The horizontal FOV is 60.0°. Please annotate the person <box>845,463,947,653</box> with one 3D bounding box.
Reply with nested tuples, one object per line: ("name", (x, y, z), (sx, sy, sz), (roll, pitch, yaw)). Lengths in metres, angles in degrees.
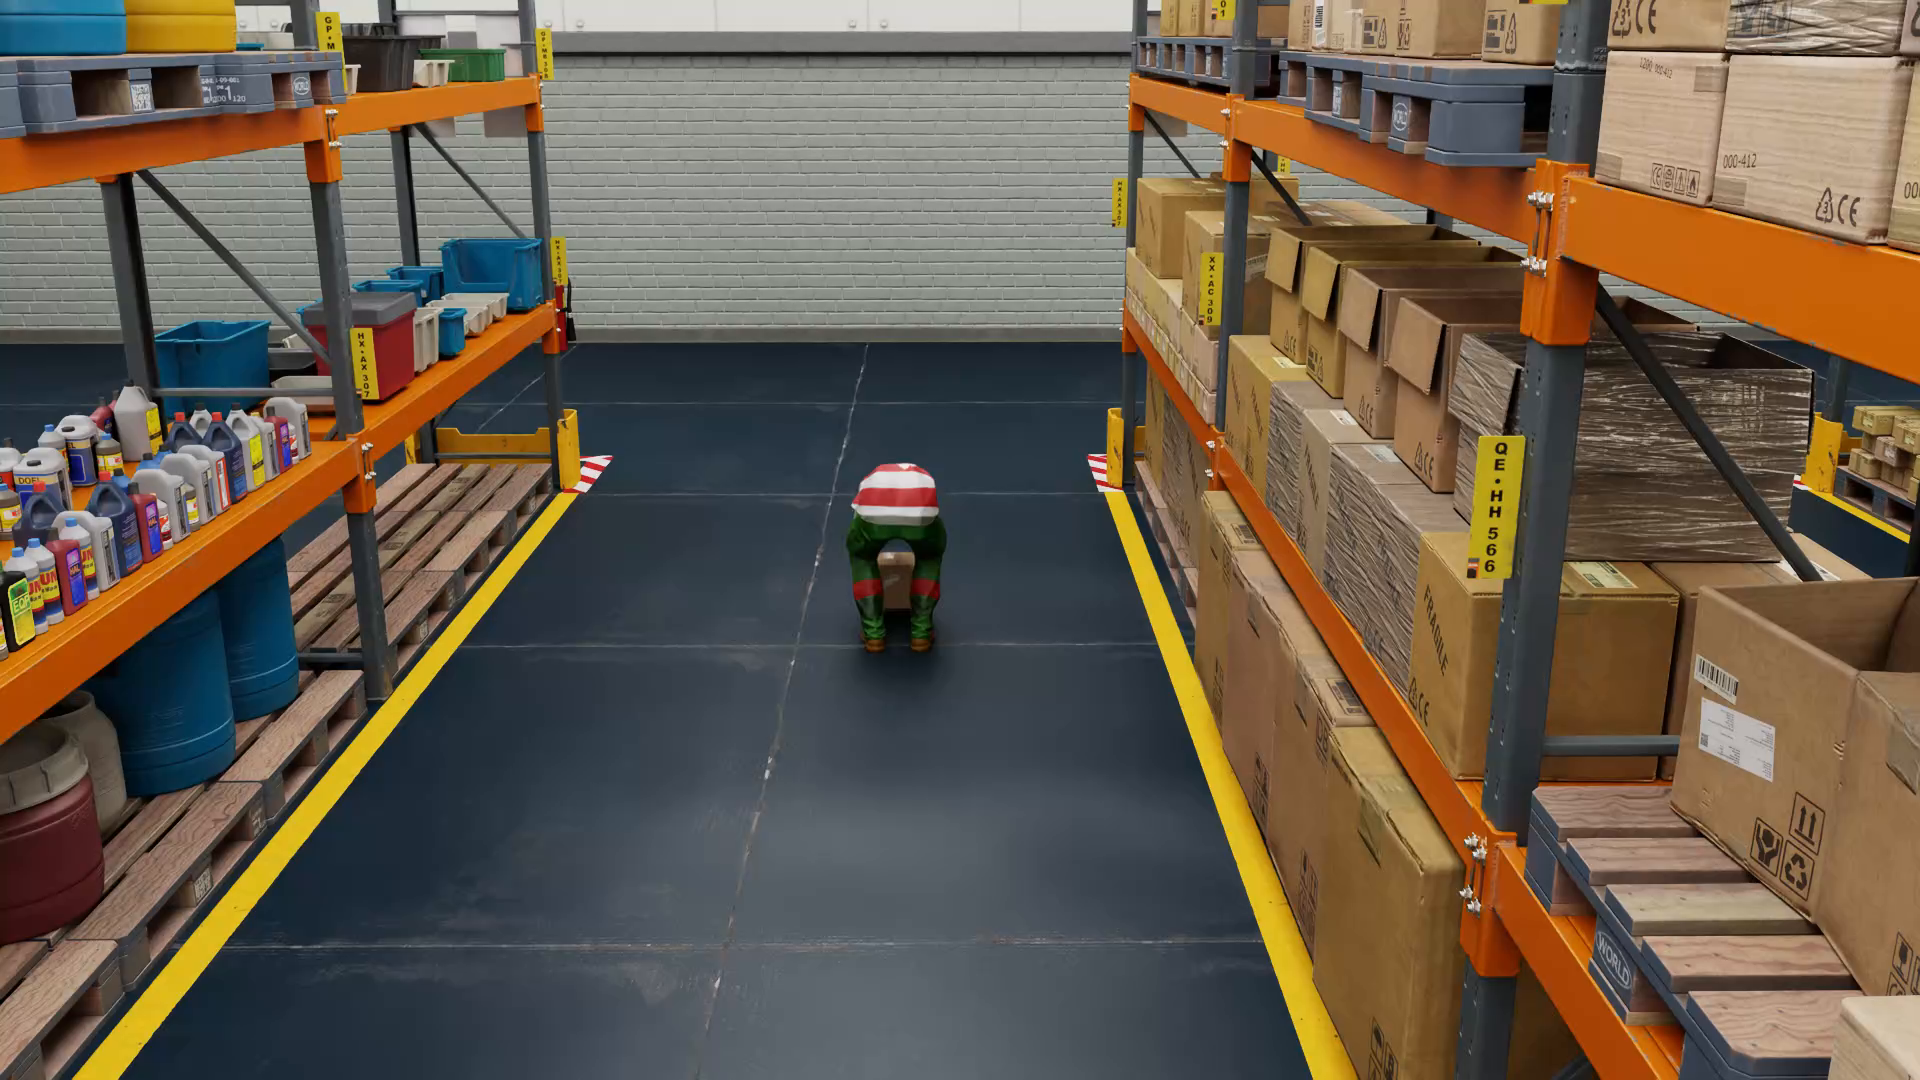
("person", (-0.340, 0.026, 8.790), (0.530, 0.983, 0.948), (-1, 17, -3))
